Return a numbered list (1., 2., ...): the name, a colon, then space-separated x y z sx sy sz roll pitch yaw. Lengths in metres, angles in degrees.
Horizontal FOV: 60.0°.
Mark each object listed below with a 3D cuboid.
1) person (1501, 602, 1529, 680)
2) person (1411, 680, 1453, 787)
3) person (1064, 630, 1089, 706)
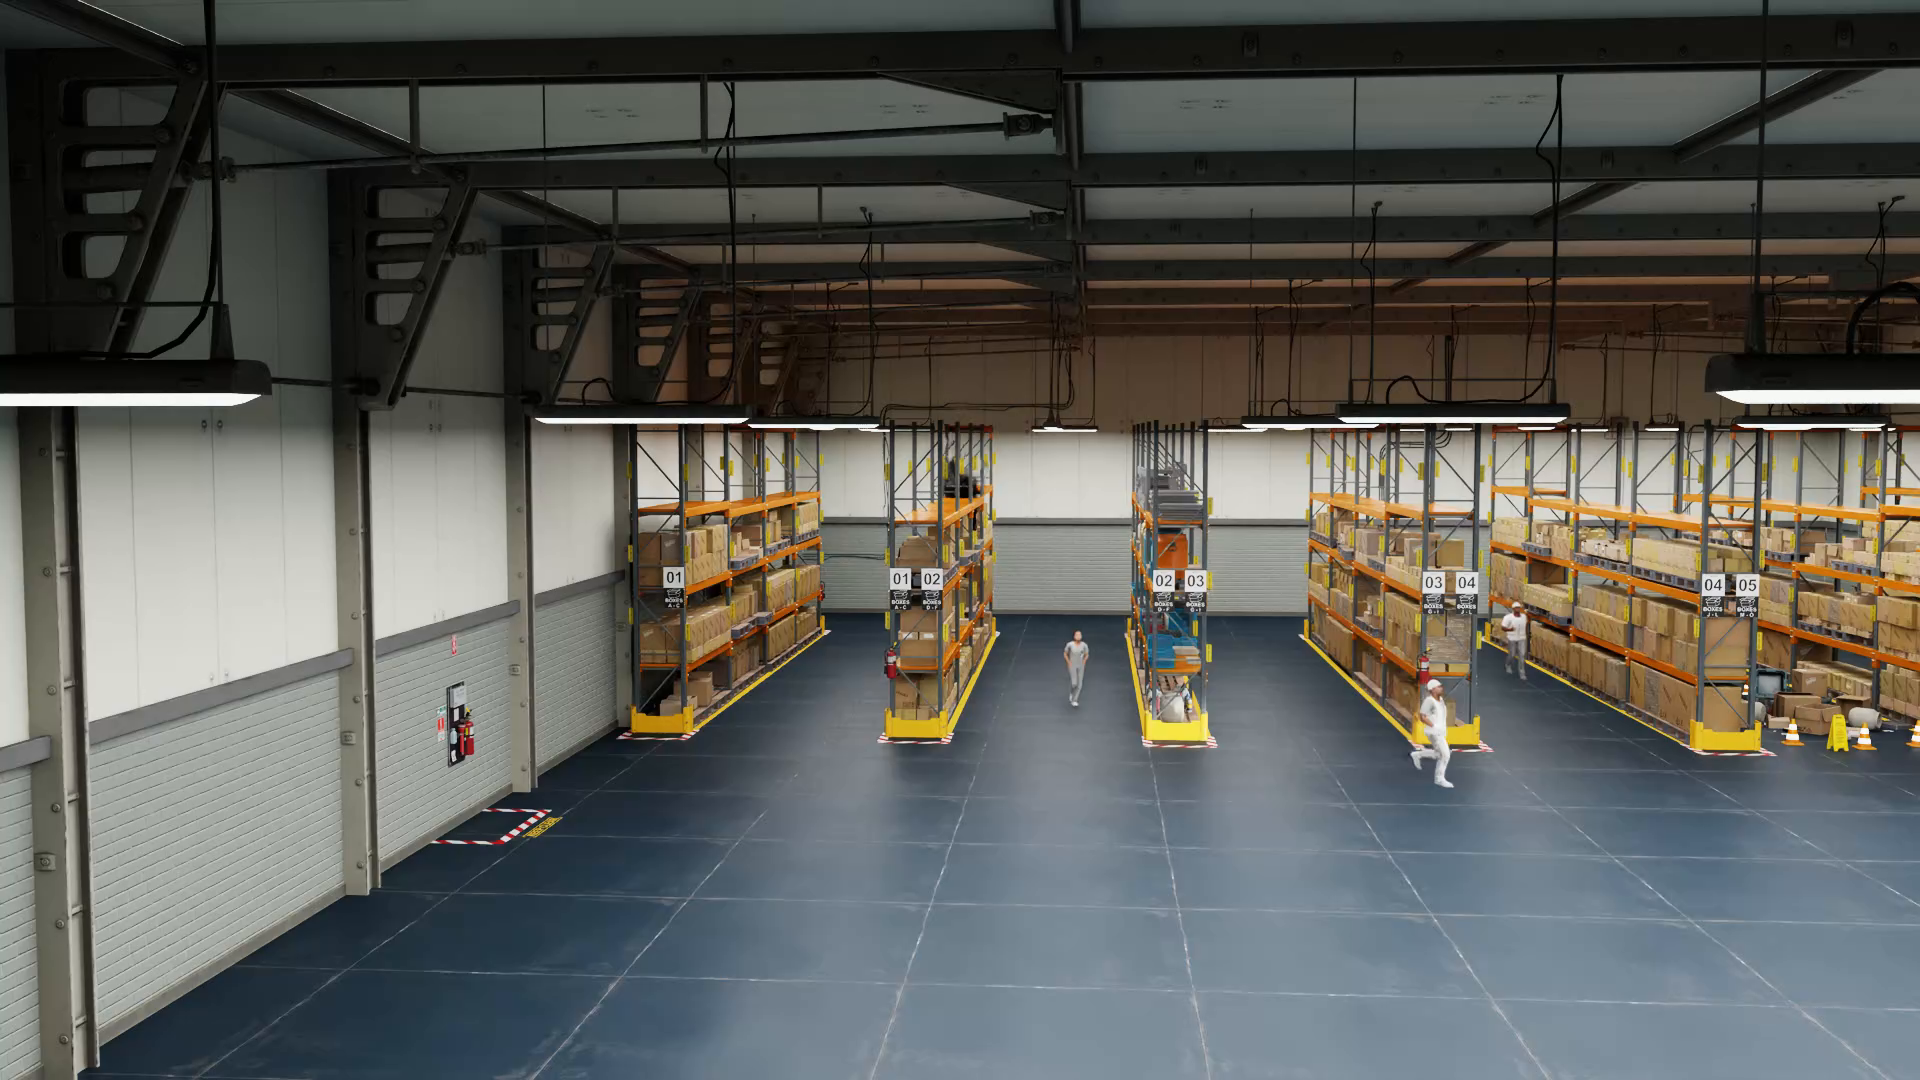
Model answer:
1. person: 13.064 2.341 39.056 0.695 1.771 0.942 0 4 -1
2. person: 7.724 3.146 27.220 0.714 1.736 0.702 2 4 30
3. person: 2.475 2.697 35.038 0.509 1.619 0.549 -1 4 -10
